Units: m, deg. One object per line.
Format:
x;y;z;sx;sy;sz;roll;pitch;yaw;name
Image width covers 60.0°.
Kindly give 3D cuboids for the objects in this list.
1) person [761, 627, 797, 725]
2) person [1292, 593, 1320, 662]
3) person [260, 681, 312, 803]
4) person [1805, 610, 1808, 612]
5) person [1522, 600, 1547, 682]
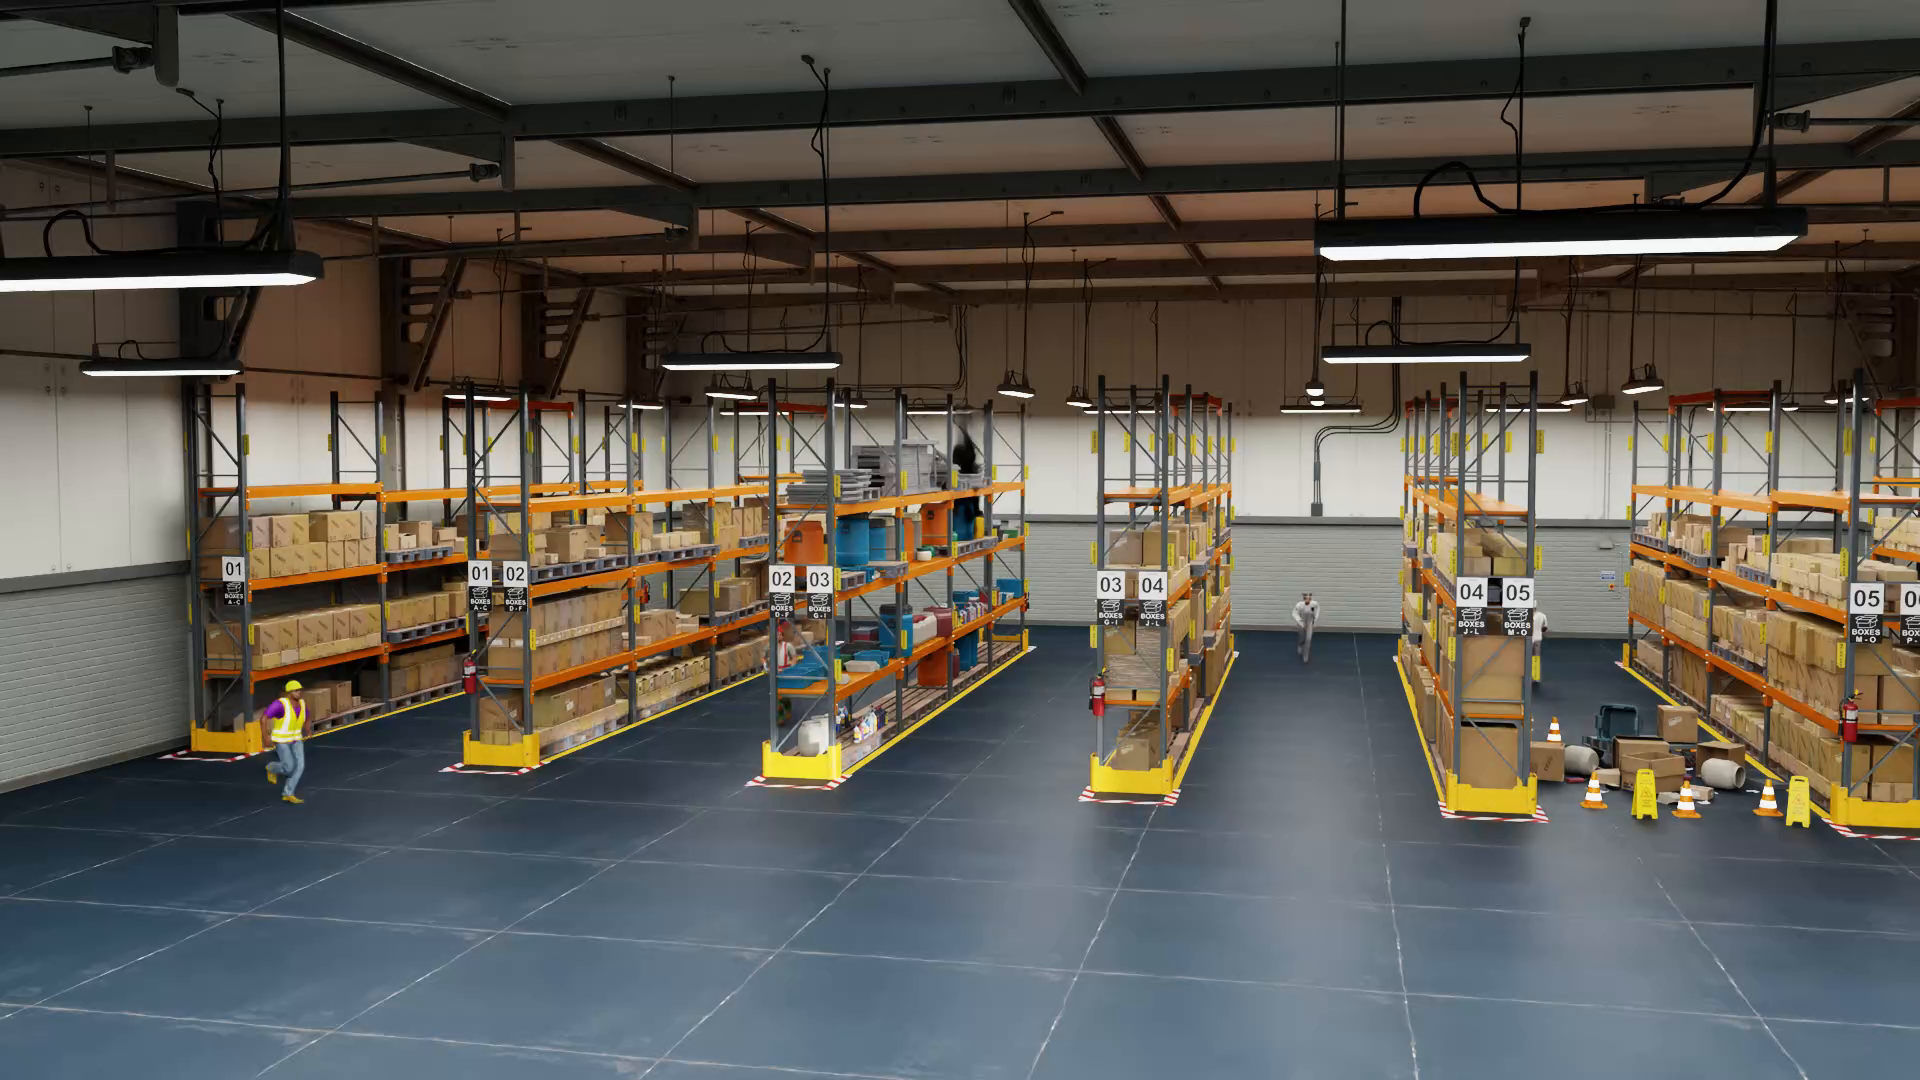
-3.262;2.430;29.713;0.627;1.751;0.615;0;3;4;person
8.045;2.008;38.772;0.645;1.630;0.959;0;3;-2;person
-9.481;2.827;23.392;0.704;1.719;0.738;2;4;31;person
16.503;2.272;32.439;0.671;1.829;0.901;1;3;11;person
12.008;2.139;34.907;0.635;1.798;0.774;0;3;0;person
